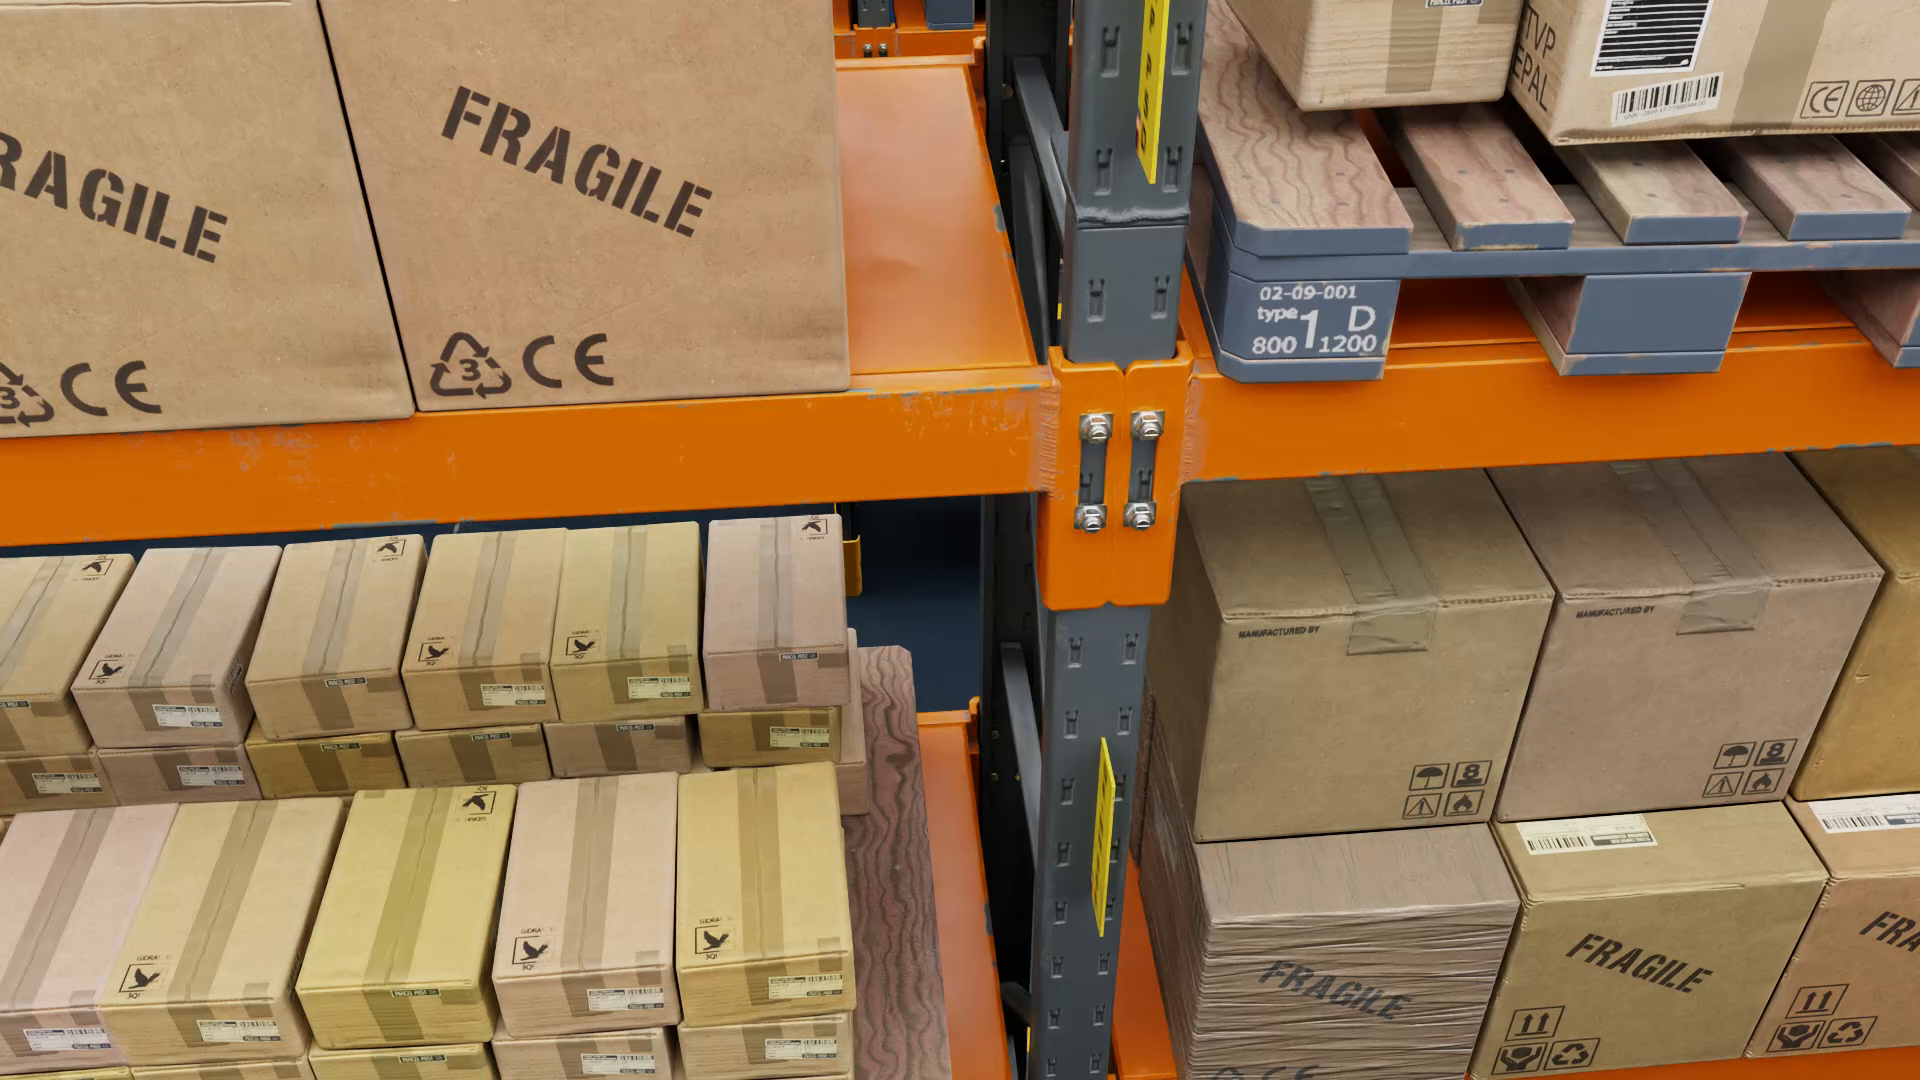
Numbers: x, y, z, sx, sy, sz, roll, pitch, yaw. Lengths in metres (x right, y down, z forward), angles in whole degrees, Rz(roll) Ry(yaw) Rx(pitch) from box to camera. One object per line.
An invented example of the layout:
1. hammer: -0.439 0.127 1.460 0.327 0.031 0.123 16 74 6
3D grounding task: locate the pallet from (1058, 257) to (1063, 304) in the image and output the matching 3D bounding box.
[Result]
1. pallet: 0.388 -1.474 7.948 1.213 0.211 1.003 -3 38 -4

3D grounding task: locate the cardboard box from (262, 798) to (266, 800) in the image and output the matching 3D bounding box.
1. cardboard box: -1.385 0.417 3.163 0.250 0.149 0.380 -2 38 -2

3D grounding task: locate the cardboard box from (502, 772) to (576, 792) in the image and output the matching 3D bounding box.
1. cardboard box: -0.851 0.385 3.204 0.250 0.149 0.380 -1 38 -2

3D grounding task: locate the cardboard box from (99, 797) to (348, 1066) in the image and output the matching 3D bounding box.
1. cardboard box: -1.076 0.576 2.482 0.250 0.149 0.380 -2 38 -3

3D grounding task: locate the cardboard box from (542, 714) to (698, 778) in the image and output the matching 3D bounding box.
1. cardboard box: -0.621 0.258 3.125 0.250 0.149 0.380 -1 38 -2

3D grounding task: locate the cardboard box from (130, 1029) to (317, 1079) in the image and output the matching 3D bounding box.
1. cardboard box: -1.080 0.692 2.575 0.250 0.149 0.380 -3 38 -4

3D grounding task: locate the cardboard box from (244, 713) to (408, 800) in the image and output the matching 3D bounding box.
1. cardboard box: -1.138 0.288 3.086 0.250 0.149 0.380 -3 38 -4

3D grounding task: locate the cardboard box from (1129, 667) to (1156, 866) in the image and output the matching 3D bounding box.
1. cardboard box: 0.573 0.292 3.377 0.500 0.500 0.500 -3 38 -4

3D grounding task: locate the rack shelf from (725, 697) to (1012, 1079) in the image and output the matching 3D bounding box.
1. rack shelf: -1.844 0.914 3.251 4.000 0.370 1.077 -3 38 -4

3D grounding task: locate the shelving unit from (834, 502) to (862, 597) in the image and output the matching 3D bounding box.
1. shelving unit: 0.076 -0.593 5.791 1.083 1.500 0.587 -3 38 -4

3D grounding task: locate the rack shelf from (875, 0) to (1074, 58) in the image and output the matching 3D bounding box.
1. rack shelf: 1.601 -2.354 7.393 4.000 0.370 1.077 -3 38 -4

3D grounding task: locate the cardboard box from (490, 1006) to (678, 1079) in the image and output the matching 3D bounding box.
1. cardboard box: -0.569 0.663 2.612 0.250 0.149 0.380 -2 38 -2

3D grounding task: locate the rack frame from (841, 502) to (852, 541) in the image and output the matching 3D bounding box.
1. rack frame: -0.421 -0.566 5.756 0.032 1.500 0.500 -3 38 -4

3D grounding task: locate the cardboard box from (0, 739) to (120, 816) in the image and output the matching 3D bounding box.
1. cardboard box: -1.634 0.313 3.055 0.250 0.149 0.380 -3 38 -4

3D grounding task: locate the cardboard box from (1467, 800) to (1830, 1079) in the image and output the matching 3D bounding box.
1. cardboard box: 1.125 0.595 2.994 0.500 0.500 0.500 -3 38 -4

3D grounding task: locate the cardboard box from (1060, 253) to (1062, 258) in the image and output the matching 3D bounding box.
1. cardboard box: 0.173 -1.685 7.746 0.625 0.372 0.950 -6 39 -7

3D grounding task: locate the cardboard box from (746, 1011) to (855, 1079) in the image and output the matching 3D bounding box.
1. cardboard box: -0.303 0.766 2.721 0.250 0.149 0.380 -3 38 -3

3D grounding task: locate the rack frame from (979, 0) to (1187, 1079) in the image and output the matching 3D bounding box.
1. rack frame: 0.148 0.522 3.167 0.127 3.000 1.000 -3 38 -4

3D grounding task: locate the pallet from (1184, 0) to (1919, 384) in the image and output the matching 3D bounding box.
1. pallet: 0.785 -0.650 2.383 1.003 0.211 1.213 -1 38 -2

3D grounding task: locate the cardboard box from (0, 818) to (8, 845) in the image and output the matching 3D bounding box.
1. cardboard box: -1.588 0.601 2.450 0.250 0.149 0.380 -1 38 -2

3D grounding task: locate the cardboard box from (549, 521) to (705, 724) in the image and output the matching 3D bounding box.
1. cardboard box: -0.597 0.144 3.029 0.250 0.149 0.380 -4 38 -5

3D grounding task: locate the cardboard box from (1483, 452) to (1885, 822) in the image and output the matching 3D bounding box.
1. cardboard box: 1.100 0.043 2.886 0.500 0.500 0.700 -4 38 -5

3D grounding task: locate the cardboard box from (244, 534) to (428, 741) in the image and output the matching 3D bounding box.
1. cardboard box: -1.105 0.169 2.997 0.250 0.149 0.380 -5 39 -6

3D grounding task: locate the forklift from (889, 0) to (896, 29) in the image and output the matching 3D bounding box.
1. forklift: 0.094 -4.463 9.540 1.130 2.935 3.031 18 42 21

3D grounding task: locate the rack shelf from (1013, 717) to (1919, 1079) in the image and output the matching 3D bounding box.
1. rack shelf: 2.140 0.695 3.529 4.000 0.370 1.077 -3 38 -4

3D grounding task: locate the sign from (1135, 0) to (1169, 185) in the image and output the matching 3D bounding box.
1. sign: 0.194 -0.524 1.653 0.005 0.325 0.100 -3 38 -4

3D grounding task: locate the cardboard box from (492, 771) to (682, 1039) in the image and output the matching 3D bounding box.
1. cardboard box: -0.550 0.544 2.522 0.250 0.149 0.380 -4 38 -5

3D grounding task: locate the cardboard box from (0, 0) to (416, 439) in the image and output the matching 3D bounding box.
1. cardboard box: -0.895 -0.471 1.923 0.500 0.500 0.500 -3 38 -4

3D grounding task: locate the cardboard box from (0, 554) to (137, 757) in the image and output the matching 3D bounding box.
1. cardboard box: -1.638 0.201 2.957 0.250 0.149 0.380 -2 38 -3

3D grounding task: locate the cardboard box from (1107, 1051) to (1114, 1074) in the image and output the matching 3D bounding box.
1. cardboard box: 0.763 1.262 3.706 0.750 0.750 1.050 -4 38 -5

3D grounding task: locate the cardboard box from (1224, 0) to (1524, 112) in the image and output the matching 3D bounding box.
1. cardboard box: 0.495 -0.681 2.053 0.250 0.149 0.380 -5 39 -6

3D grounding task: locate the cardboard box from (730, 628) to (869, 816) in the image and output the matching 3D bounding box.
1. cardboard box: -0.315 0.356 3.241 0.250 0.149 0.380 -4 38 -5
